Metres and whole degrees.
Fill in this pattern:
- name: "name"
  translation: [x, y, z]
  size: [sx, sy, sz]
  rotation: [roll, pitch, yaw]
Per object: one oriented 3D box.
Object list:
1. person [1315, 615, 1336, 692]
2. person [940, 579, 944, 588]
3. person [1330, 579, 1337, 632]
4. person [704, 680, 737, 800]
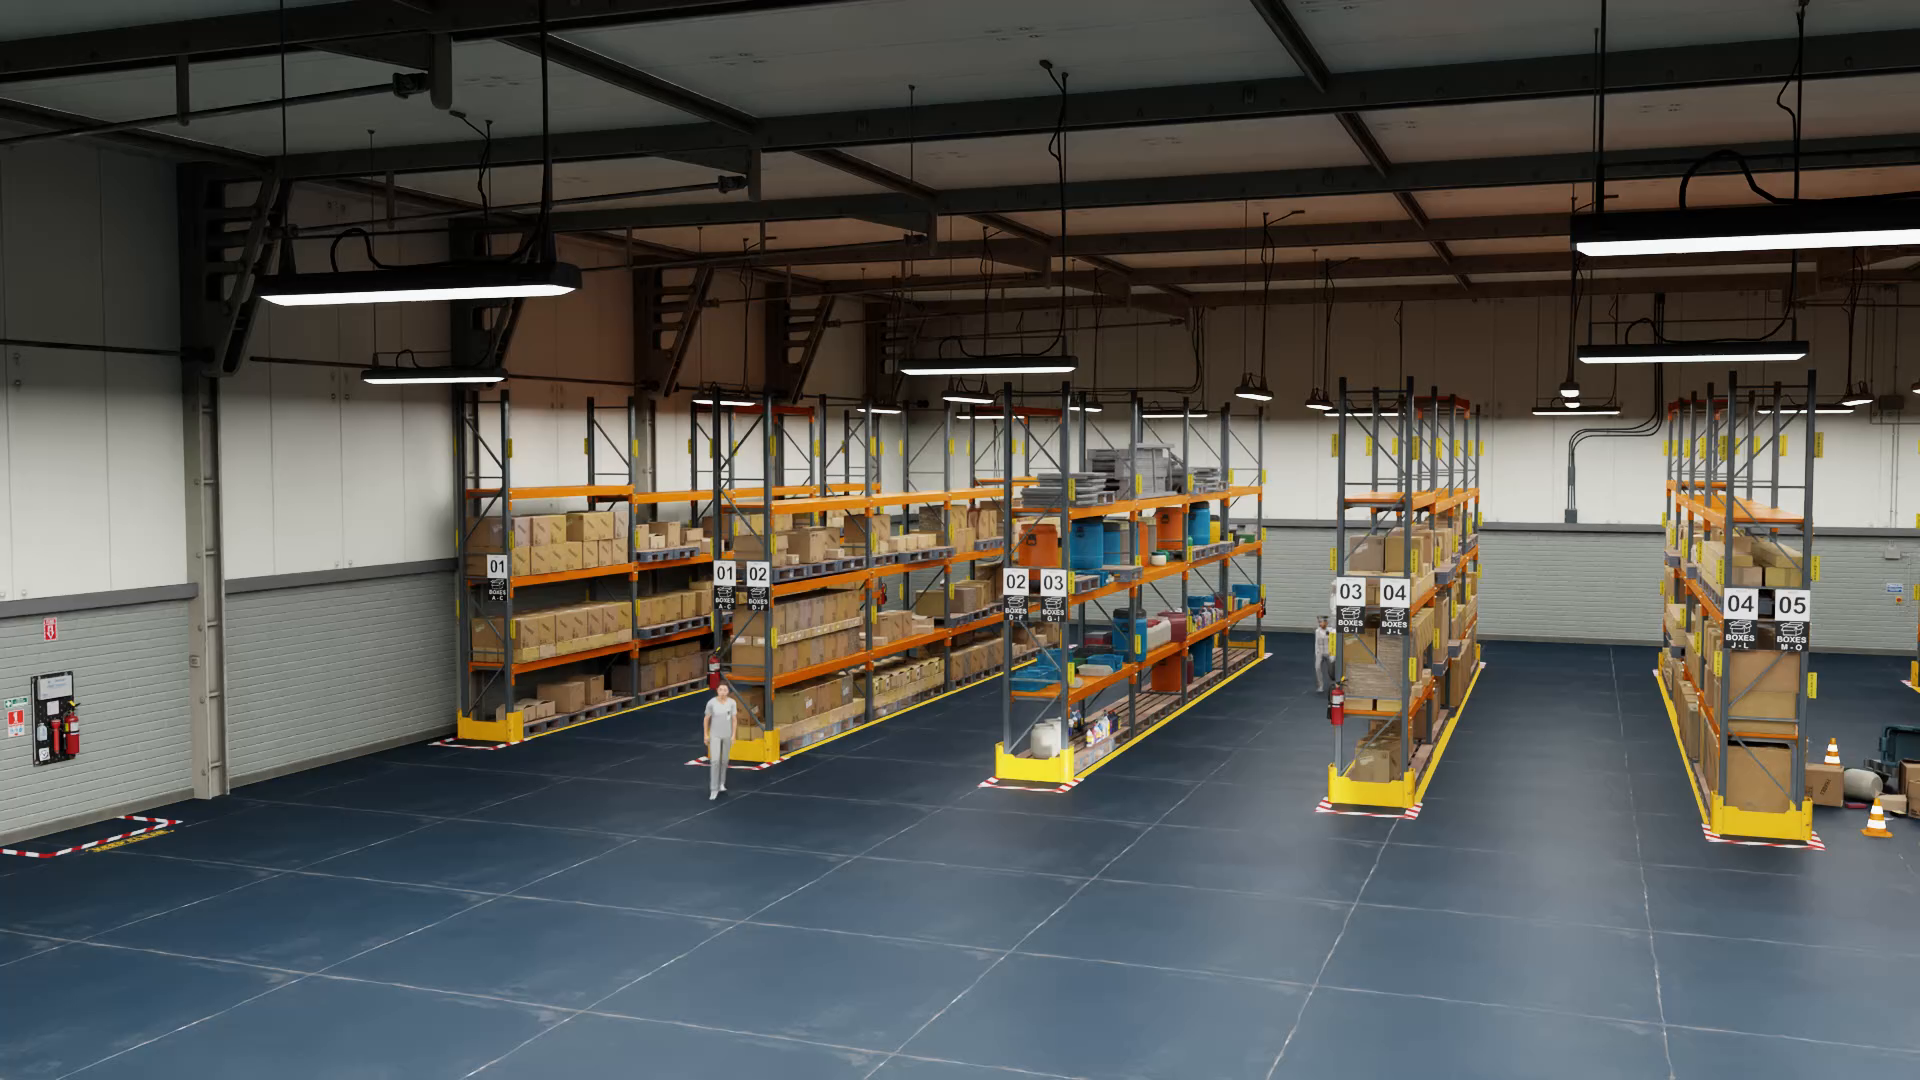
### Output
- name: "person"
  translation: [7.539, 2.326, 34.338]
  size: [0.475, 1.542, 0.937]
  rotation: [2, 4, 27]
- name: "person"
  translation: [-0.408, 1.842, 41.609]
  size: [0.650, 1.707, 1.085]
  rotation: [1, 3, 21]
- name: "person"
  translation: [9.506, 1.837, 41.489]
  size: [0.803, 1.752, 0.540]
  rotation: [0, 3, 1]
- name: "person"
  translation: [-3.458, 2.872, 24.012]
  size: [0.472, 1.720, 0.696]
  rotation: [-1, 3, -23]
